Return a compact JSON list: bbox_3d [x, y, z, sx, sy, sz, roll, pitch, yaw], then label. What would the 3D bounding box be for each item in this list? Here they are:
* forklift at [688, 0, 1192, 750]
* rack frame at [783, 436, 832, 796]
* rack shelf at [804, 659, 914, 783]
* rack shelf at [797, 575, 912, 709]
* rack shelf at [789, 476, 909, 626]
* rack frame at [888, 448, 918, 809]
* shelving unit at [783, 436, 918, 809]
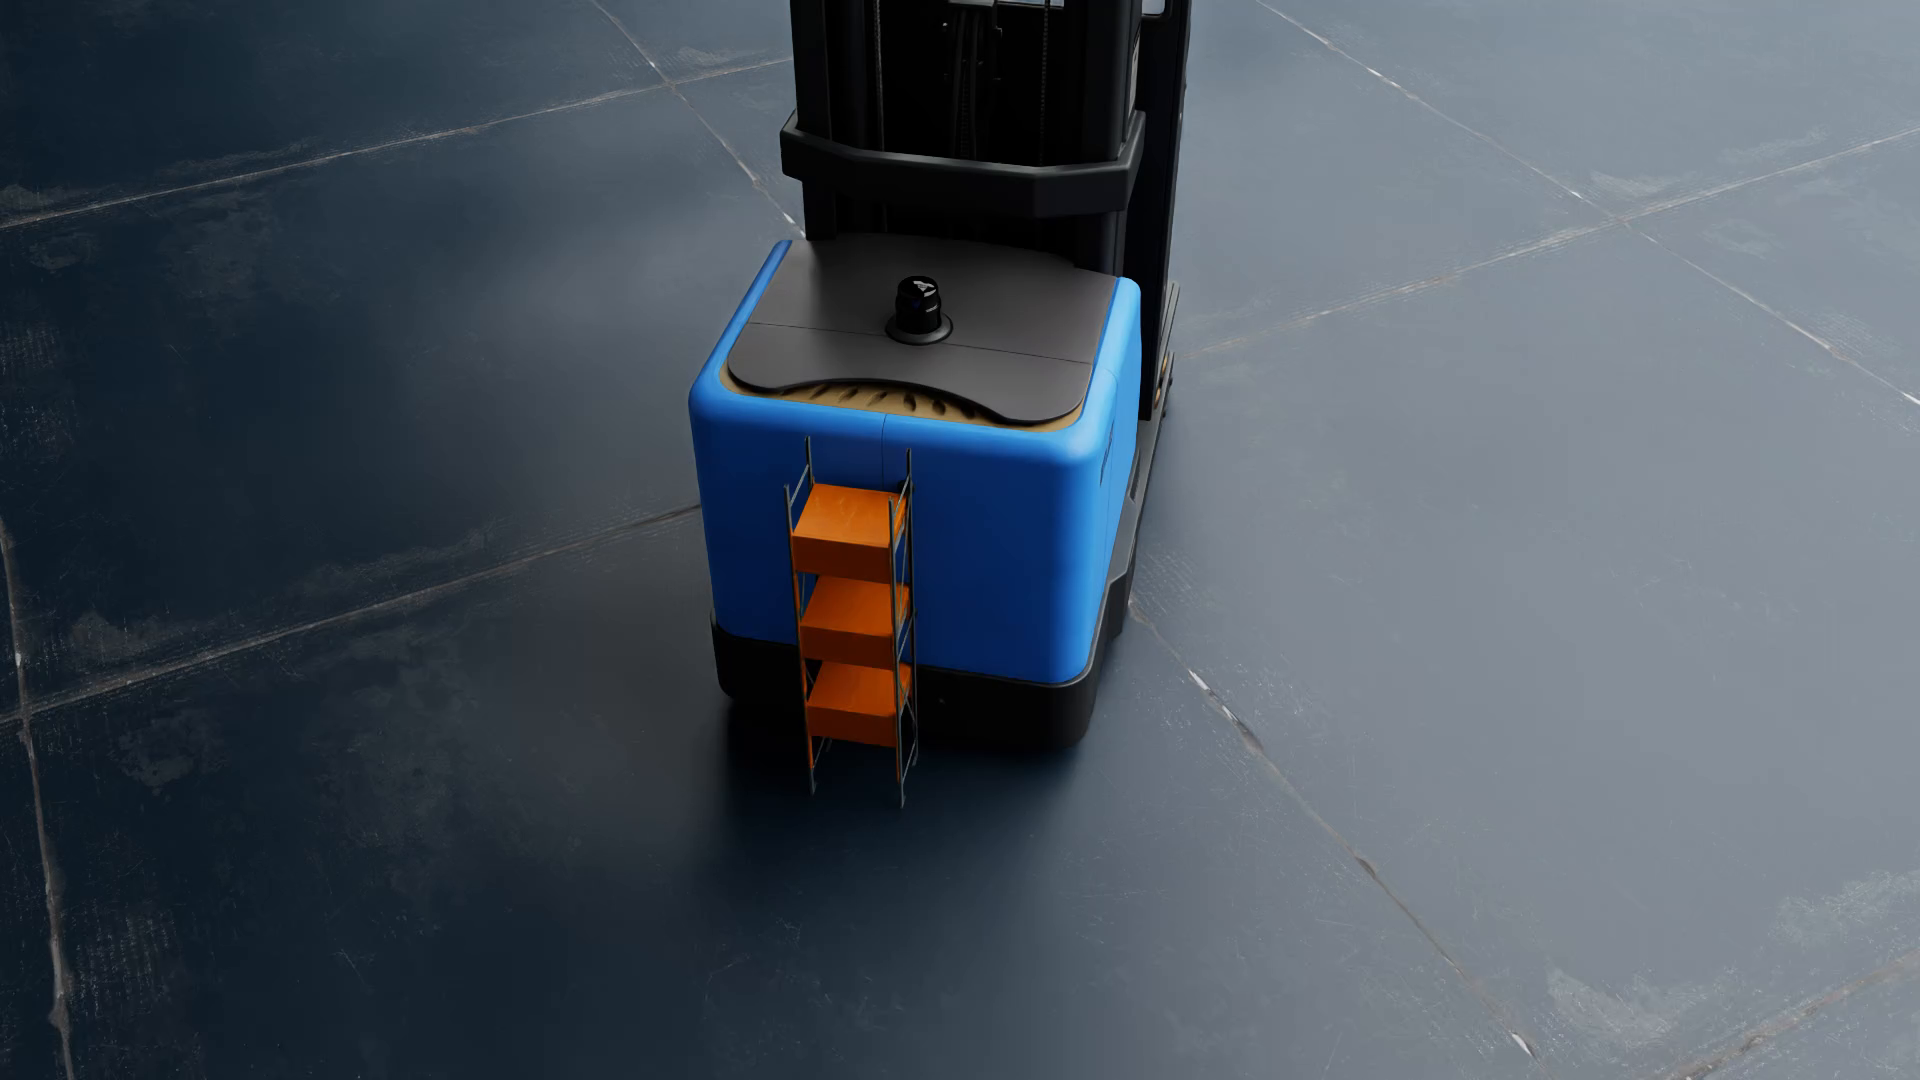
[{"bbox_3d":[0.132,-1.513,4.769,1.130,2.935,3.031,8,41,9],"label":"forklift"},{"bbox_3d":[-0.377,0.219,4.179,0.008,1.050,0.200,7,41,9],"label":"rack frame"},{"bbox_3d":[-0.257,0.455,4.347,0.240,0.259,0.215,7,41,9],"label":"rack shelf"},{"bbox_3d":[-0.257,0.242,4.167,0.240,0.259,0.215,7,41,9],"label":"rack shelf"},{"bbox_3d":[-0.257,0.026,3.984,0.240,0.259,0.215,7,41,9],"label":"rack shelf"},{"bbox_3d":[-0.138,0.250,4.142,0.008,1.050,0.200,7,41,9],"label":"rack frame"},{"bbox_3d":[-0.257,0.234,4.161,0.252,1.050,0.215,7,41,9],"label":"shelving unit"}]
